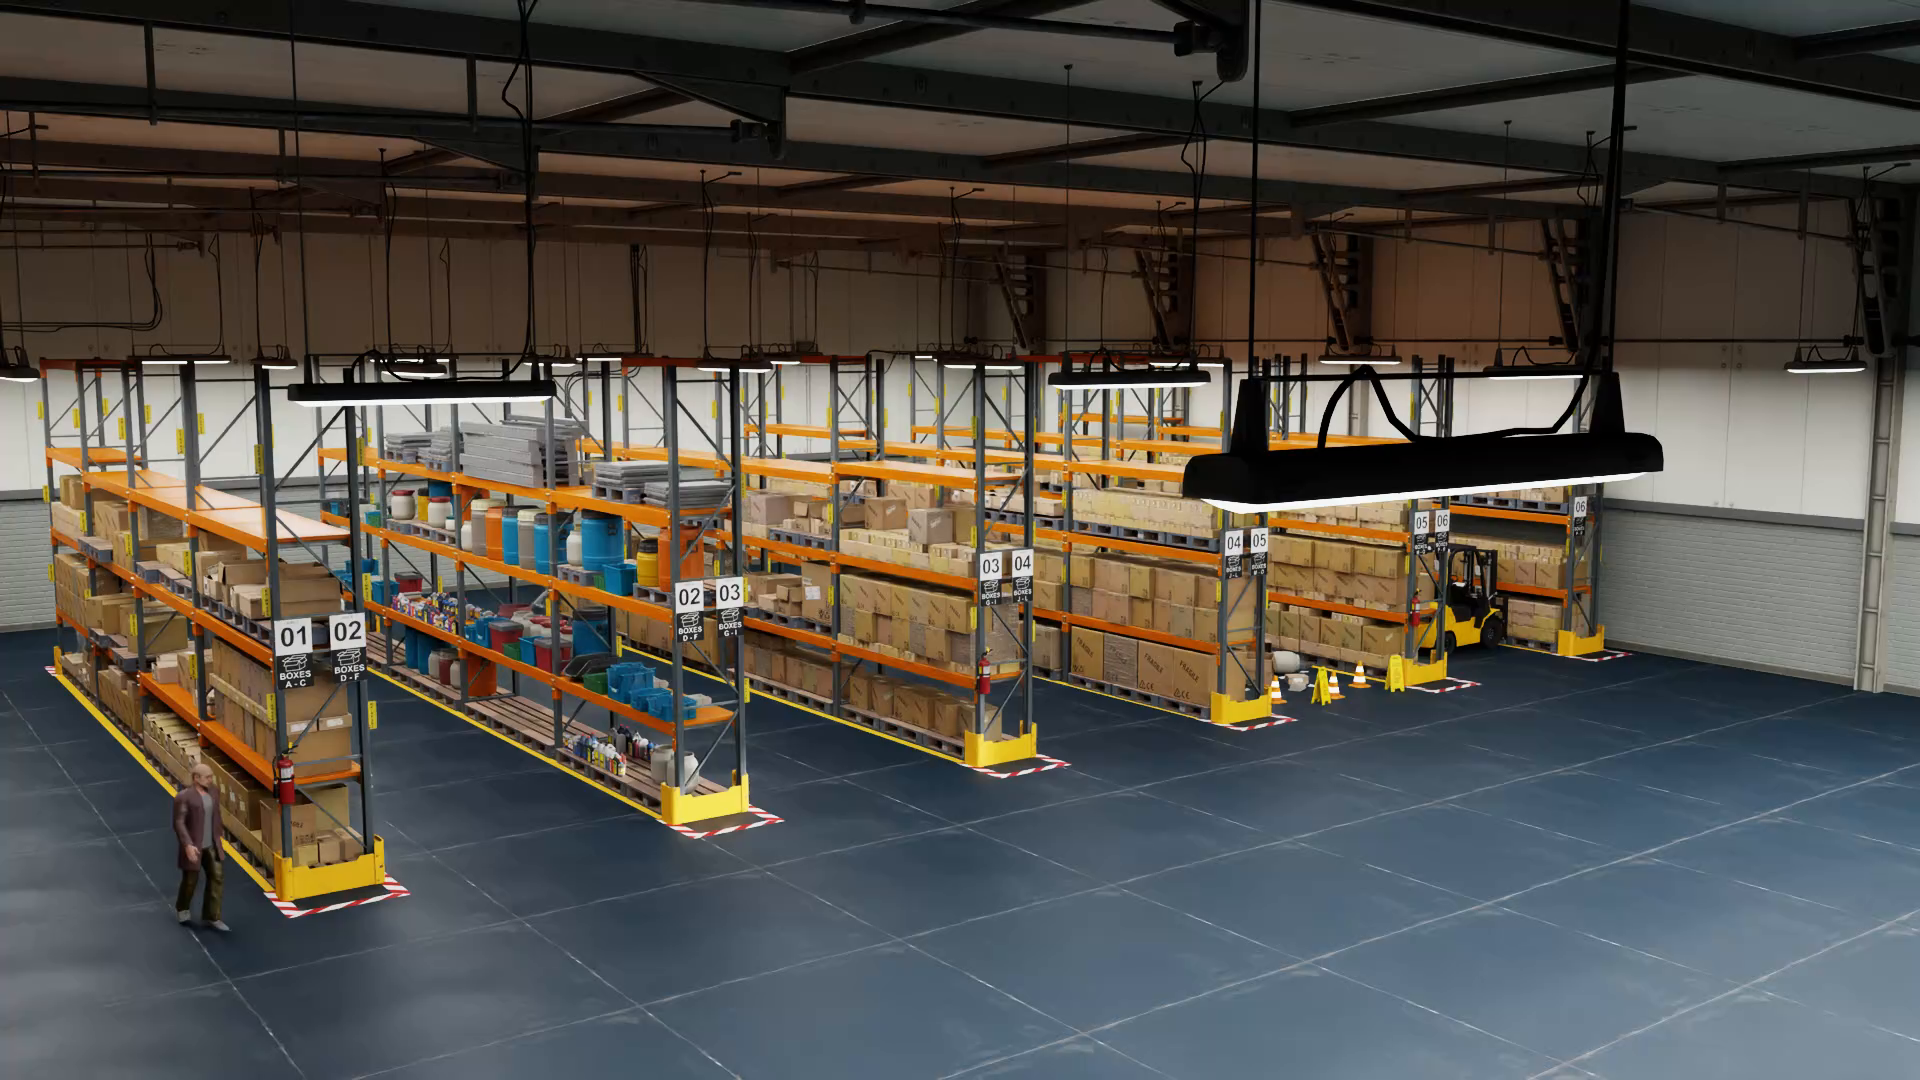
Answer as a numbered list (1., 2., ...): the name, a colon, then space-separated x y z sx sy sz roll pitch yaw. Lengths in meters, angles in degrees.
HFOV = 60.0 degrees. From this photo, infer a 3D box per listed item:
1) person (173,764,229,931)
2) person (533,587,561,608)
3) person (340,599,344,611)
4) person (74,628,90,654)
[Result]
1. person: -8.210 3.319 18.032 0.798 1.785 0.667 4 8 28
2. person: -9.517 0.832 38.938 0.980 1.645 0.433 -2 7 -18
3. person: -12.117 1.653 32.120 0.483 1.629 0.960 -2 7 -15
4. person: -17.430 1.484 33.151 0.582 1.756 0.822 3 7 23
